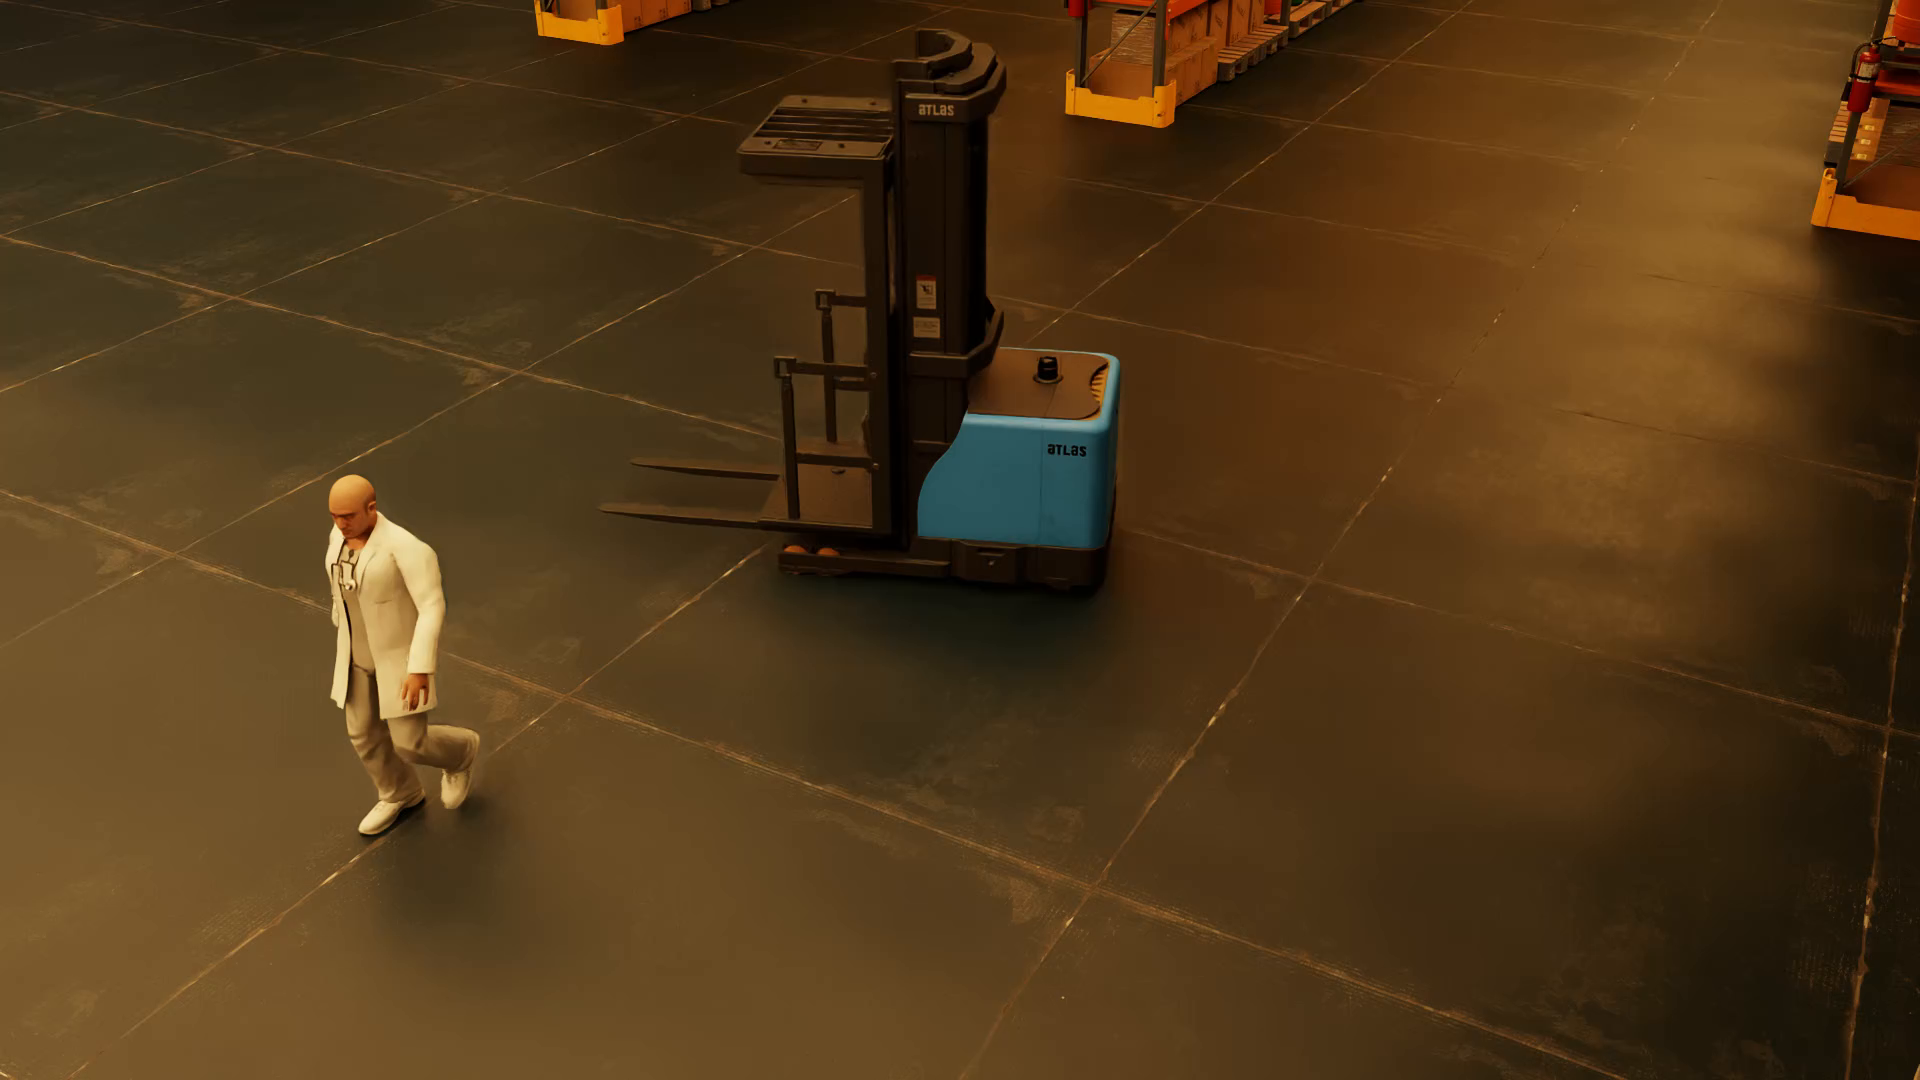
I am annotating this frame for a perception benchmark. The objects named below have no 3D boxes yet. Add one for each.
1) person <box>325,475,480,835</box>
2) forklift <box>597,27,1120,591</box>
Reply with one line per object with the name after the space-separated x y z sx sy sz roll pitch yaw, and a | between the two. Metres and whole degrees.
-2.528 0.492 7.394 0.826 1.760 0.597 13 32 21 | person
-0.611 -1.309 9.339 3.031 2.935 1.130 4 30 8 | forklift
